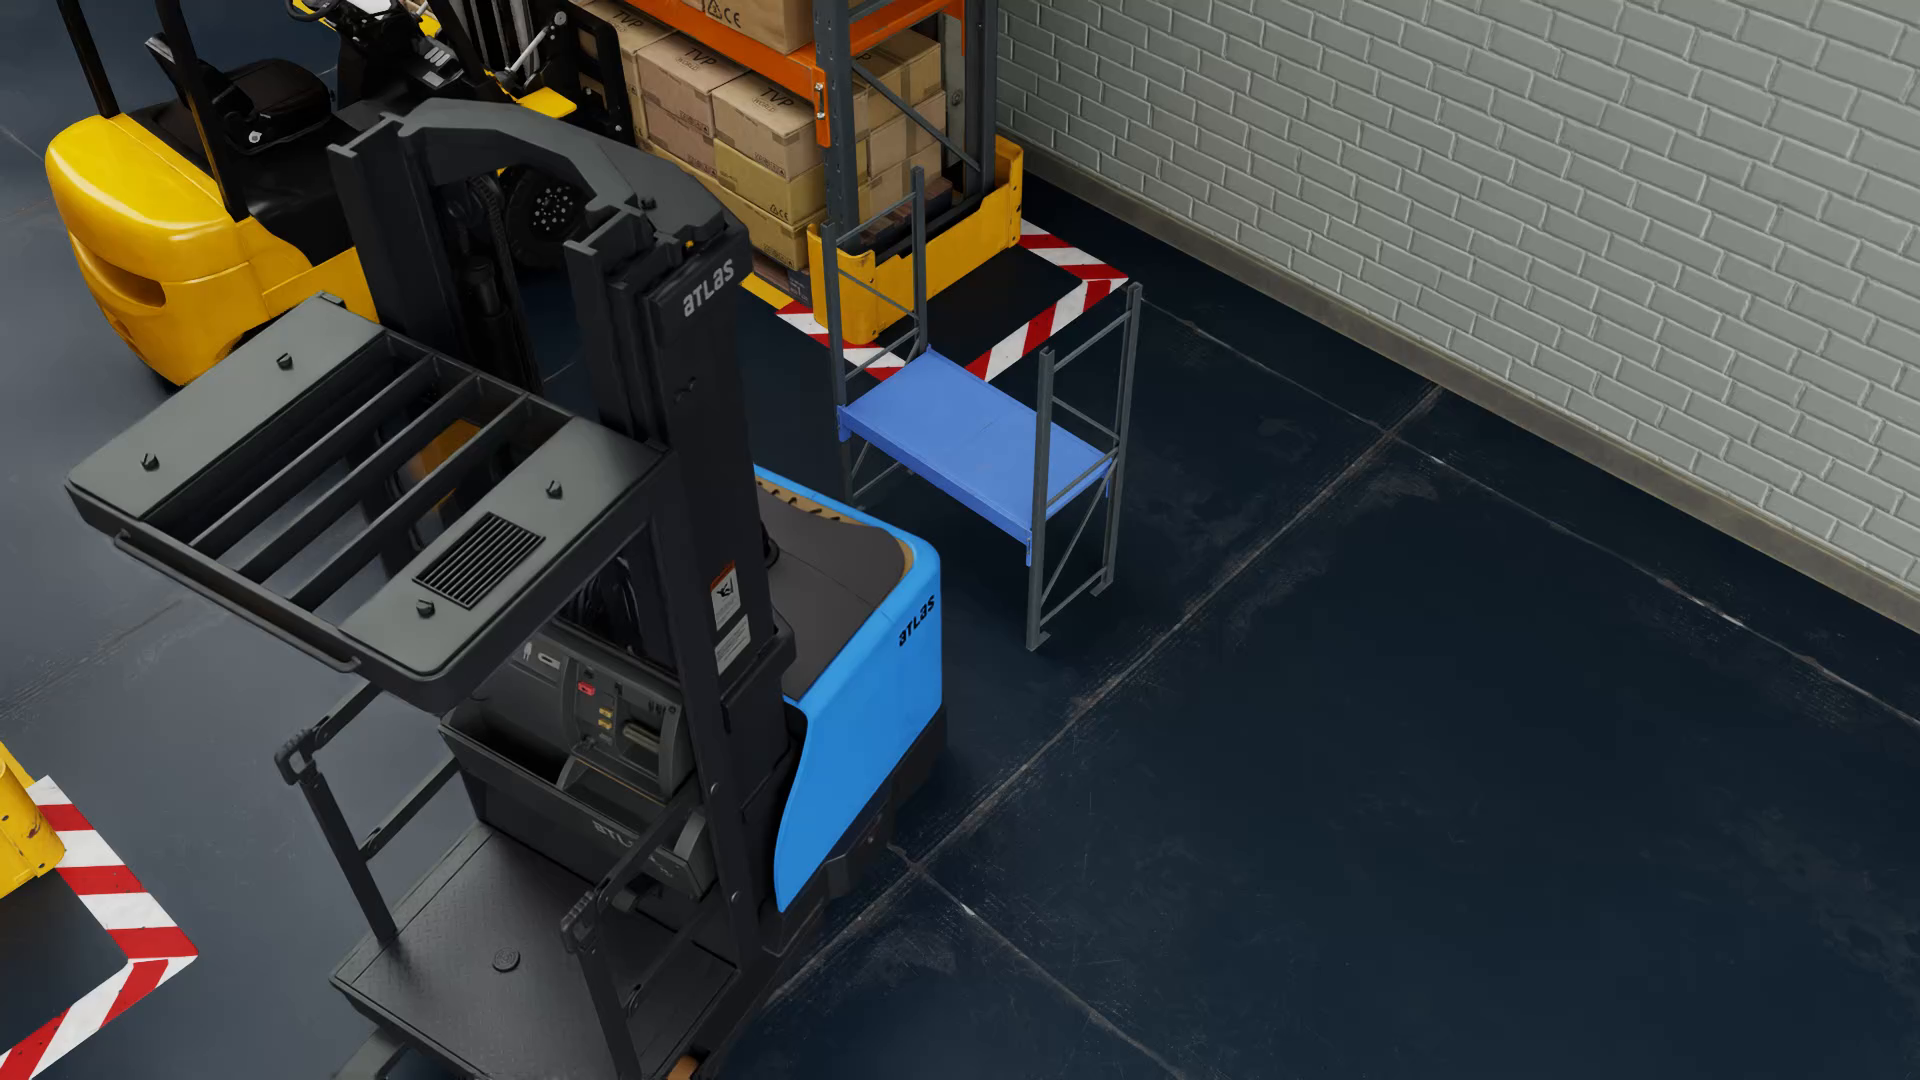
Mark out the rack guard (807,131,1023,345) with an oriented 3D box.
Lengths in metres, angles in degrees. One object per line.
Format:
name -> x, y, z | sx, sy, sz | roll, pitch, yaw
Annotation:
rack guard -> -0.195, -1.452, 7.879 | 0.348, 0.500, 1.175 | 34, 55, 28

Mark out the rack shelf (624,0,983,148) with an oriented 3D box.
rack shelf -> -1.682, -3.062, 8.170 | 4.000, 0.370, 1.077 | 34, 55, 28

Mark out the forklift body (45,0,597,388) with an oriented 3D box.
forklift body -> -2.843, -1.989, 7.251 | 1.214, 2.155, 2.313 | 34, 55, 28

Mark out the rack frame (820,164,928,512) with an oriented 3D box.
rack frame -> -0.311, -0.723, 6.508 | 0.032, 1.500, 0.500 | 34, 55, 28

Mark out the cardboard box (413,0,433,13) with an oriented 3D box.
cardboard box -> -2.634, -3.019, 8.890 | 0.500, 0.250, 0.500 | 34, 55, 27

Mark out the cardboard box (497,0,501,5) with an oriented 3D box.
cardboard box -> -2.267, -2.937, 8.471 | 0.500, 0.250, 0.500 | 36, 56, 29

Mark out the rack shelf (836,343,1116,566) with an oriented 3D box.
rack shelf -> 0.063, -0.348, 6.403 | 1.000, 0.185, 0.538 | 34, 55, 28

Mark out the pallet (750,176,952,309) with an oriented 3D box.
pallet -> -0.803, -1.721, 8.329 | 1.213, 0.211, 1.003 | 34, 55, 28

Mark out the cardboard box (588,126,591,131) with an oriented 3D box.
cardboard box -> -1.890, -2.333, 8.590 | 0.500, 0.250, 0.500 | 36, 56, 29

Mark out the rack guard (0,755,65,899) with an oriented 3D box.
rack guard -> -3.632, 1.159, 5.427 | 0.348, 0.500, 1.175 | 34, 55, 28

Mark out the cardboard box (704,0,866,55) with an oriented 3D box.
cardboard box -> -0.752, -2.456, 7.039 | 0.500, 0.500, 0.500 | 33, 55, 27

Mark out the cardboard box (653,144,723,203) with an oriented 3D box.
cardboard box -> -1.131, -1.836, 8.123 | 0.500, 0.250, 0.500 | 34, 55, 28

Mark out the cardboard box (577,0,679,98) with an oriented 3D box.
cardboard box -> -1.519, -2.418, 7.984 | 0.500, 0.250, 0.500 | 35, 56, 28

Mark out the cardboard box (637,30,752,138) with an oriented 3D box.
cardboard box -> -1.142, -2.174, 7.755 | 0.500, 0.250, 0.500 | 35, 56, 28

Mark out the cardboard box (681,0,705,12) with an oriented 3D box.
cardboard box -> -1.127, -2.718, 7.284 | 0.500, 0.500, 0.500 | 36, 56, 29

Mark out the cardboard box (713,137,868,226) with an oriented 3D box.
cardboard box -> -0.782, -1.766, 7.715 | 0.500, 0.250, 0.500 | 33, 55, 27

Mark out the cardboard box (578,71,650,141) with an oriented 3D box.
cardboard box -> -1.537, -2.264, 8.182 | 0.500, 0.250, 0.500 | 33, 55, 27

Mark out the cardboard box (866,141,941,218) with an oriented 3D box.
cardboard box -> -0.441, -1.870, 8.155 | 0.500, 0.250, 0.500 | 34, 56, 28

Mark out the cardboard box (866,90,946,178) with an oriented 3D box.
cardboard box -> -0.417, -2.037, 7.969 | 0.500, 0.250, 0.500 | 35, 56, 28

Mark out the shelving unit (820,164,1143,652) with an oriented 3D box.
shelving unit -> 0.063, -0.471, 6.272 | 1.048, 1.500, 0.538 | 34, 55, 28

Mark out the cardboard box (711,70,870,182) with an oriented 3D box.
cardboard box -> -0.763, -1.925, 7.521 | 0.500, 0.250, 0.500 | 36, 56, 29

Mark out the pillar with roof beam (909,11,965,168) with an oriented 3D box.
pillar with roof beam -> -3.033, -2.894, 3.403 | 0.400, 9.000, 9.100 | 34, 55, 28

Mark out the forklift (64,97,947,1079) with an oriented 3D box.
forklift -> -1.240, 0.492, 4.386 | 1.130, 2.935, 3.031 | 24, 51, 21

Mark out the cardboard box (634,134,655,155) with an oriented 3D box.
cardboard box -> -1.493, -2.088, 8.360 | 0.500, 0.250, 0.500 | 35, 56, 28

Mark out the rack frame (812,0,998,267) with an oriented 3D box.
rack frame -> -0.213, -2.320, 6.979 | 0.127, 3.000, 1.000 | 34, 55, 28

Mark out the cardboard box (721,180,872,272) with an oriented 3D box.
cardboard box -> -0.772, -1.585, 7.887 | 0.500, 0.250, 0.500 | 34, 56, 28

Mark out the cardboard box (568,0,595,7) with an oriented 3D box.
cardboard box -> -1.887, -2.673, 8.223 | 0.500, 0.250, 0.500 | 33, 55, 27

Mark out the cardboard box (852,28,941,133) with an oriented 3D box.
cardboard box -> -0.437, -2.203, 7.782 | 0.500, 0.250, 0.500 | 33, 55, 27

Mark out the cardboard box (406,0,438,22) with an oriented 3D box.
cardboard box -> -2.637, -2.841, 9.066 | 0.500, 0.250, 0.500 | 33, 55, 27

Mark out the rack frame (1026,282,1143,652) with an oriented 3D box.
rack frame -> 0.436, -0.220, 6.036 | 0.032, 1.500, 0.500 | 34, 55, 28

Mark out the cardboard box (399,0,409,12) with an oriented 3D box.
cardboard box -> -3.021, -3.083, 9.294 | 0.500, 0.250, 0.500 | 34, 56, 28

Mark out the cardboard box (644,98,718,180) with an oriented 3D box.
cardboard box -> -1.144, -2.020, 7.953 | 0.500, 0.250, 0.500 | 33, 55, 27

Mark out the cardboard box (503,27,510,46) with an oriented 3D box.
cardboard box -> -2.273, -2.764, 8.651 | 0.500, 0.250, 0.500 | 33, 55, 27
